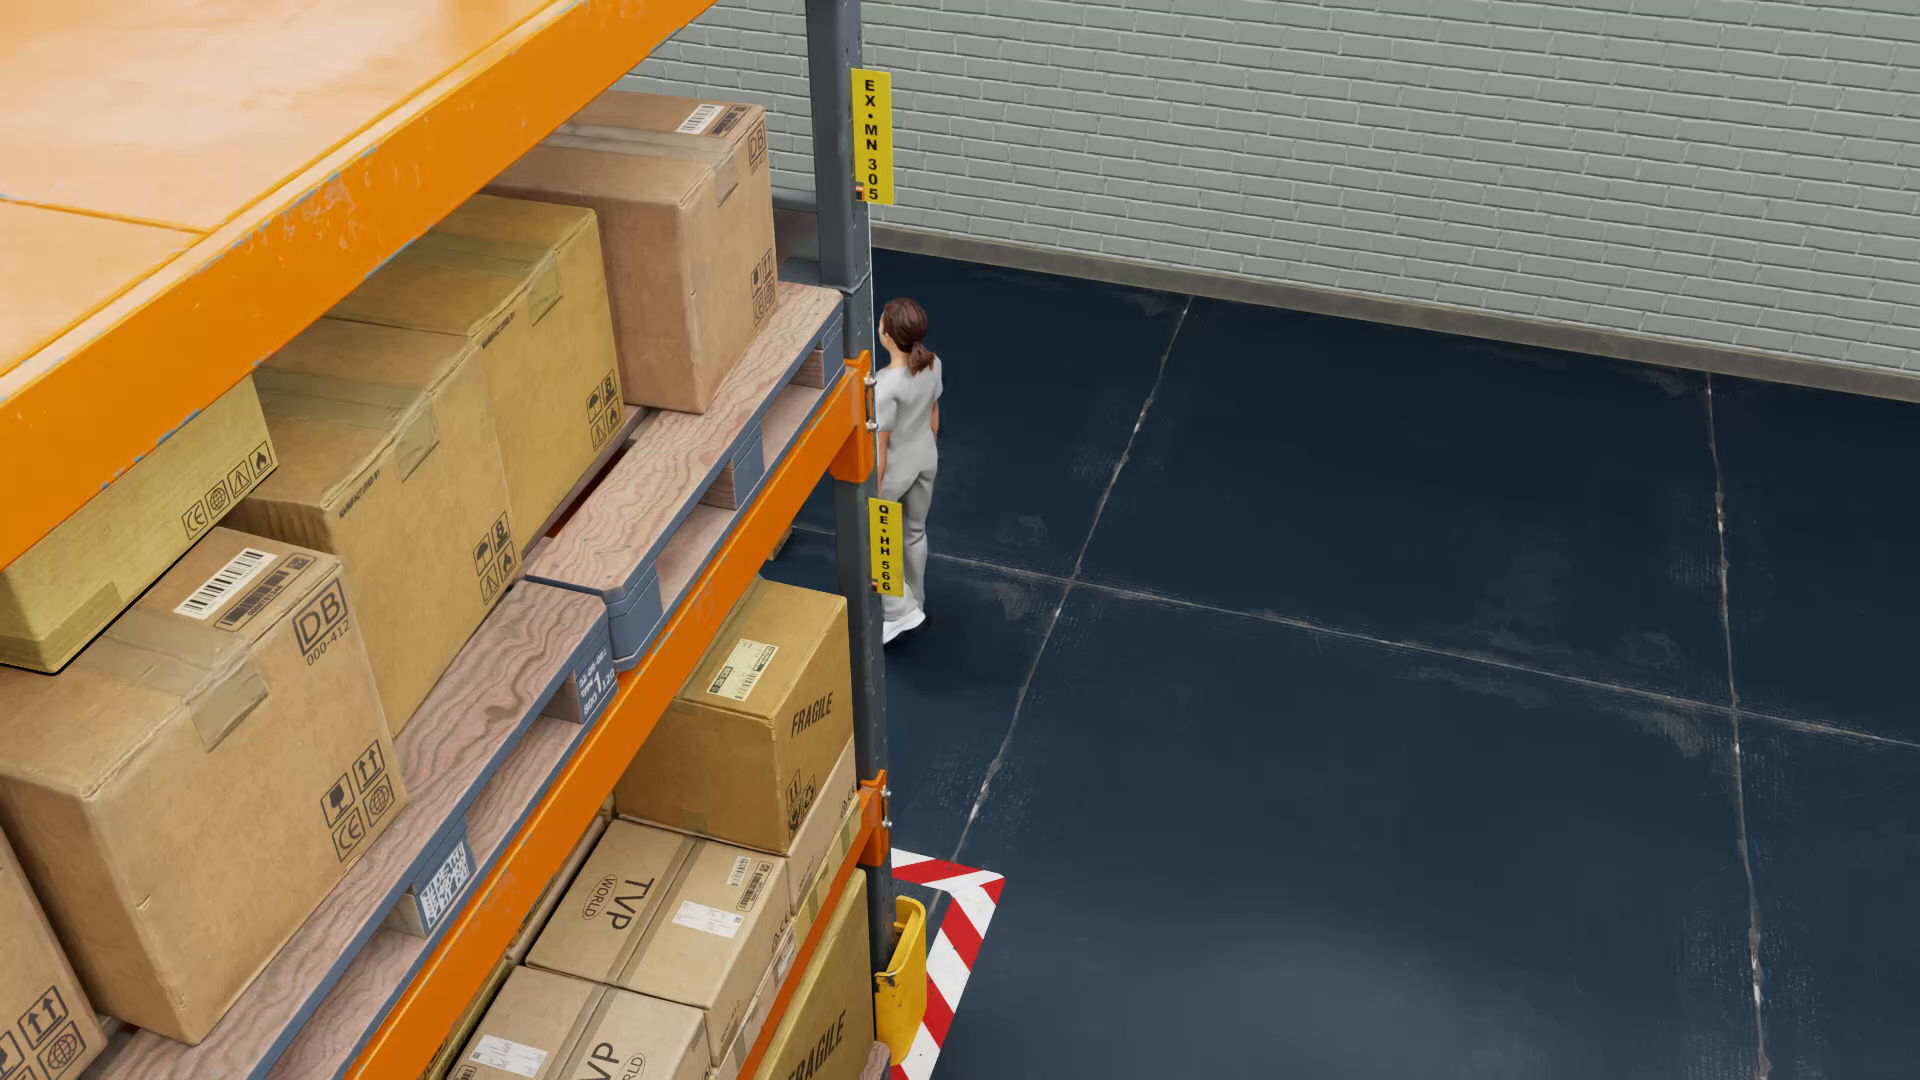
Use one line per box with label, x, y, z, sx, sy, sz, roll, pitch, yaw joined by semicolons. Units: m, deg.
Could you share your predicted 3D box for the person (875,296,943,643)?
person;-0.262;-0.288;7.250;0.450;1.667;0.513;29;46;33
